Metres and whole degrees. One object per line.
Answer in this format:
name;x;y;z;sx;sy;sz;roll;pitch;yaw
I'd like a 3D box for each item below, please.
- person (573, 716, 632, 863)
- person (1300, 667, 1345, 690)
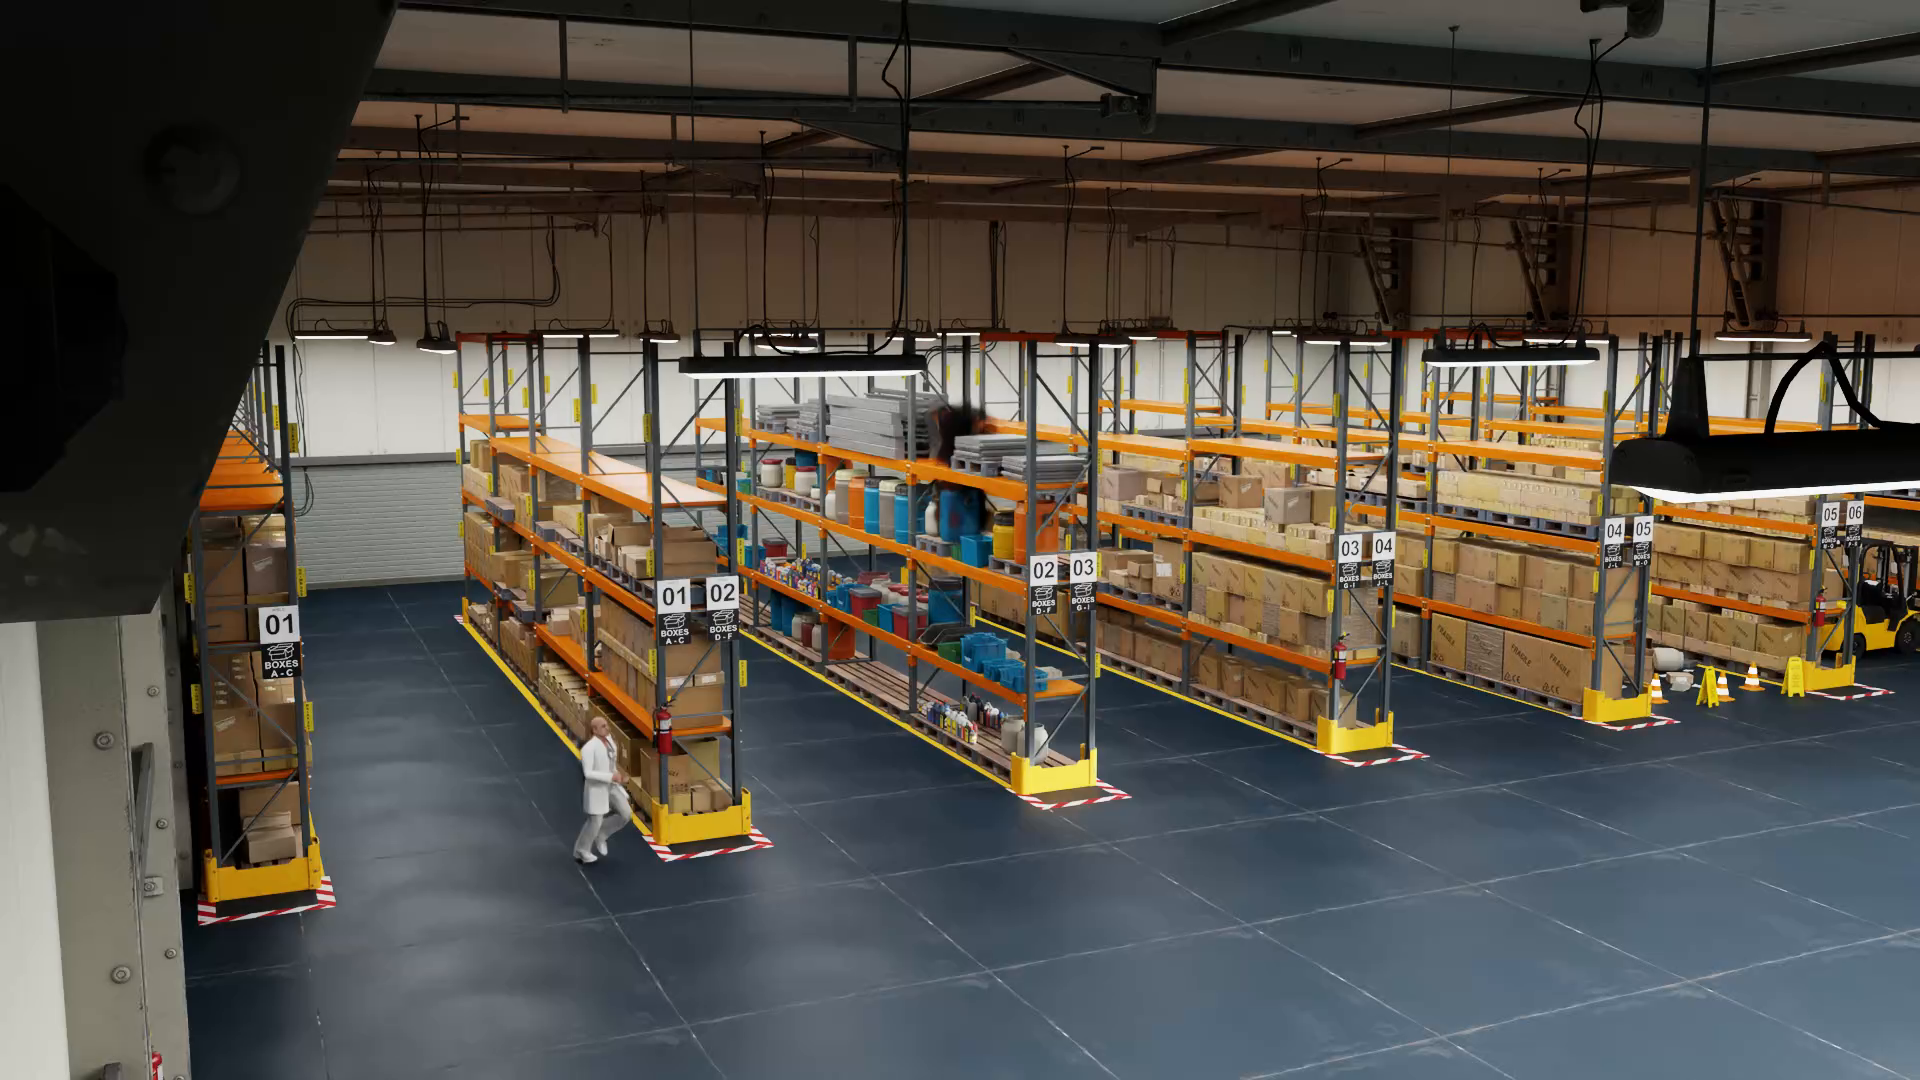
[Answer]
person;-4.120;2.880;19.237;0.830;1.735;0.730;4;9;29
person;6.312;1.728;28.483;0.708;1.599;1.118;-5;9;-34
